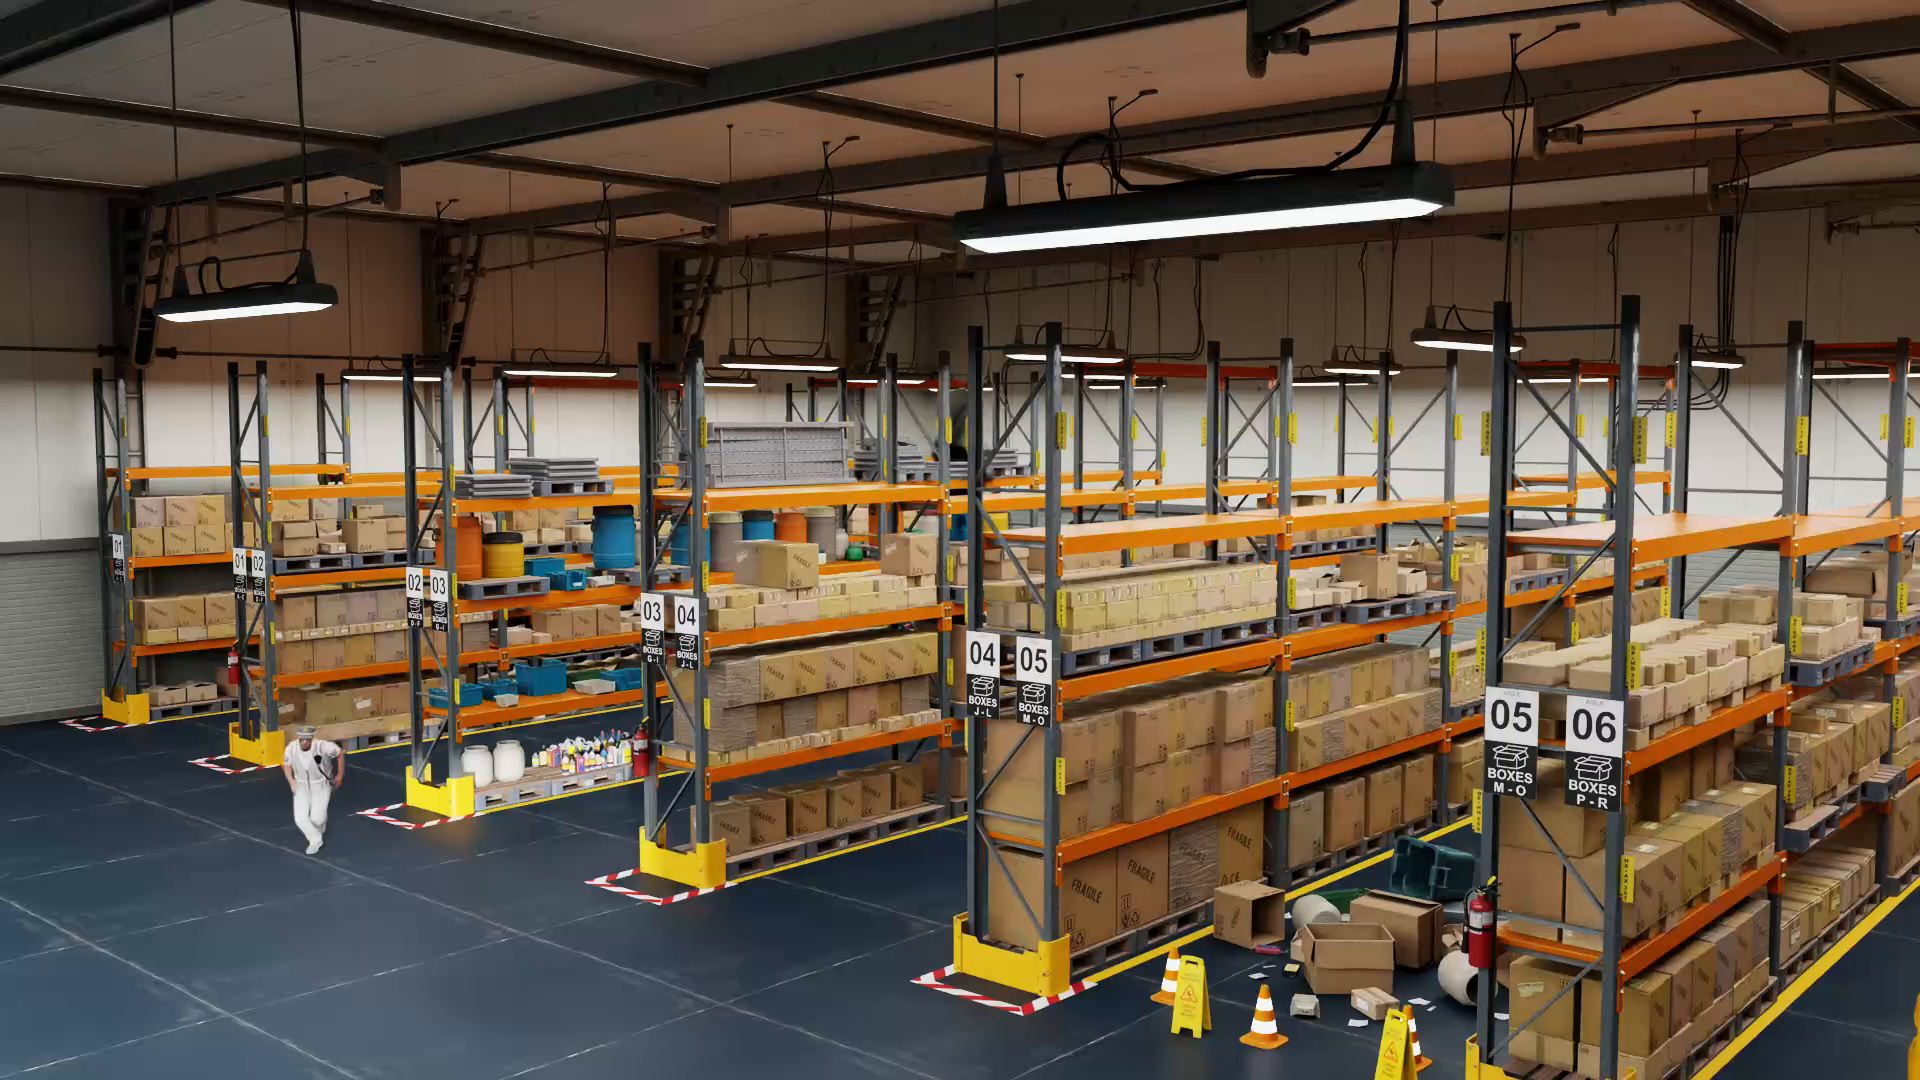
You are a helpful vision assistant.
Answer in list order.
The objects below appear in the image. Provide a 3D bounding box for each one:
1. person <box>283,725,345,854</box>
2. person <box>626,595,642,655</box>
[{"bbox_3d":[-7.661,2.939,19.774,0.676,1.598,0.889,-1,4,-9],"label":"person"},{"bbox_3d":[-6.407,1.814,33.573,0.666,1.758,0.742,3,5,37],"label":"person"}]
